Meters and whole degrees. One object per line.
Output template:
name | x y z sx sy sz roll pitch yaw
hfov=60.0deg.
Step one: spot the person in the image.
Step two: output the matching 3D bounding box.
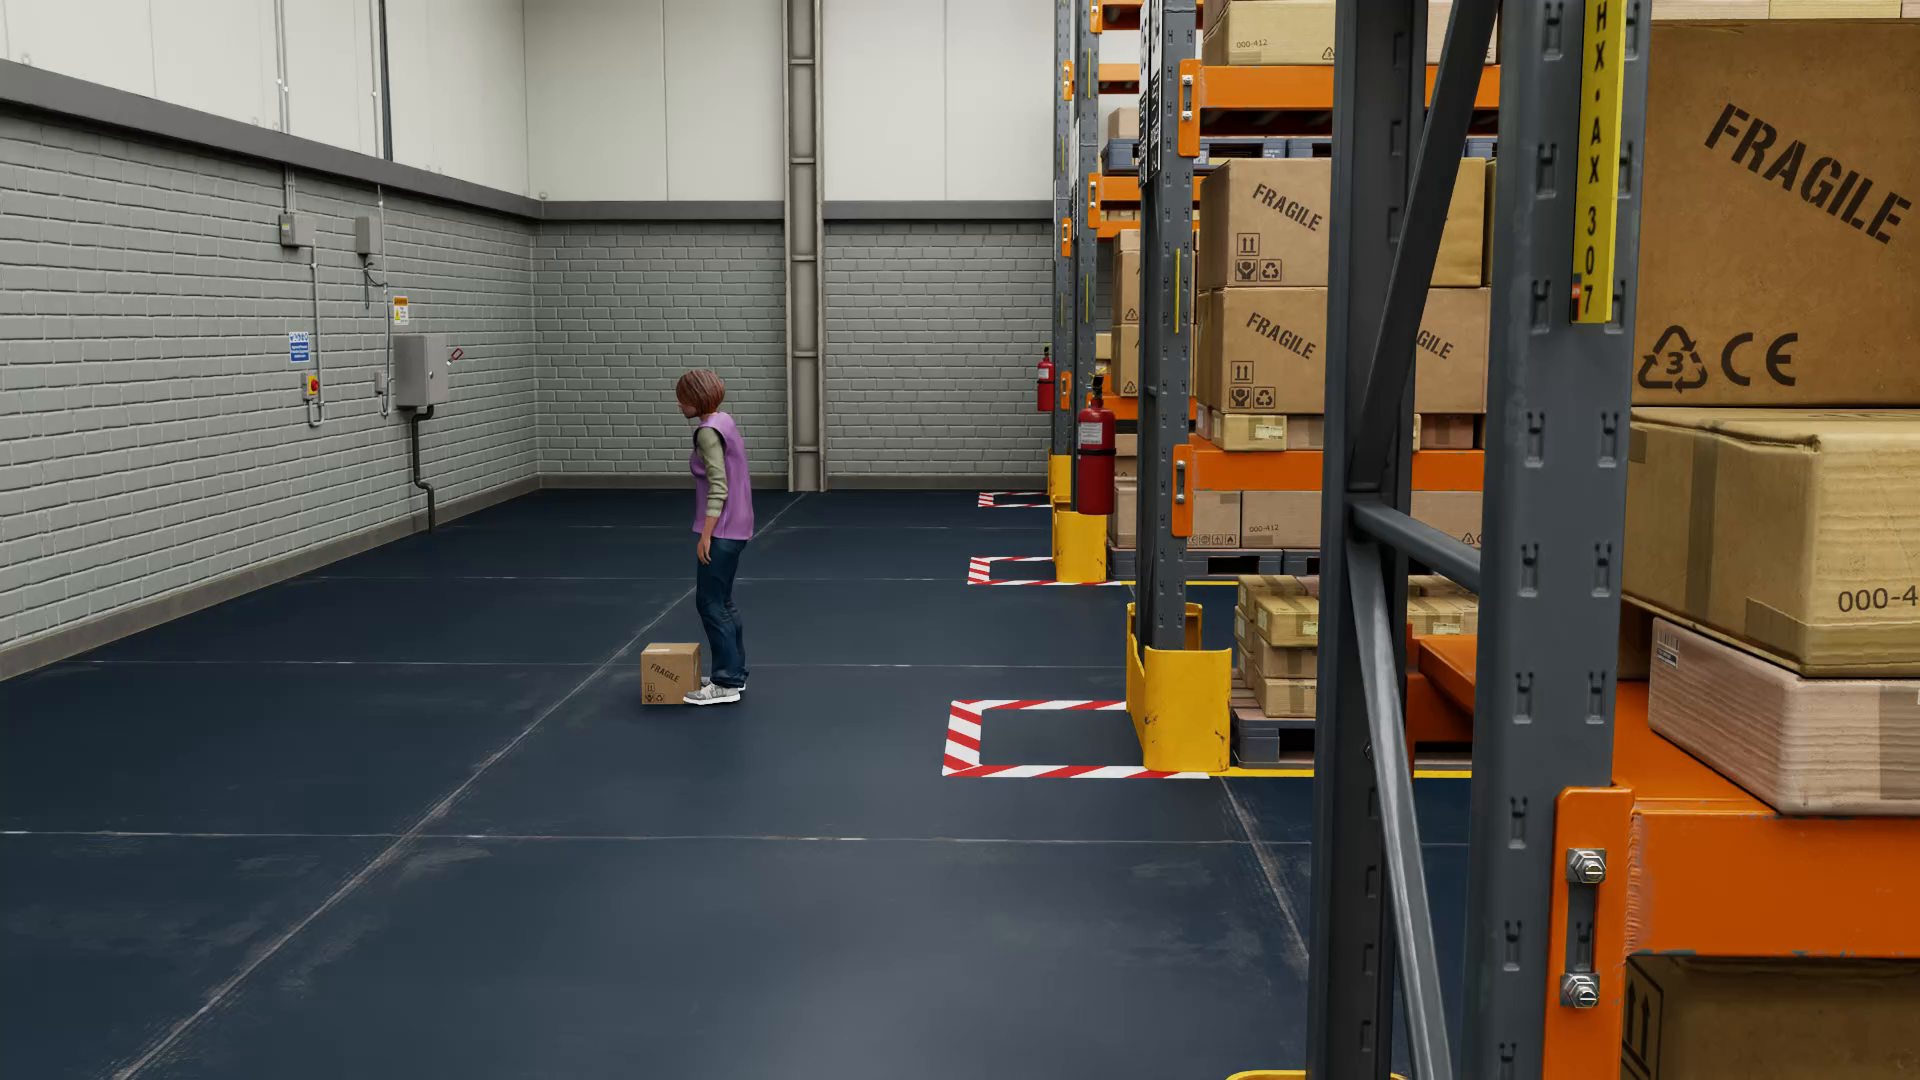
person | -1.165 -0.018 7.970 0.350 1.591 0.470 0 7 0
